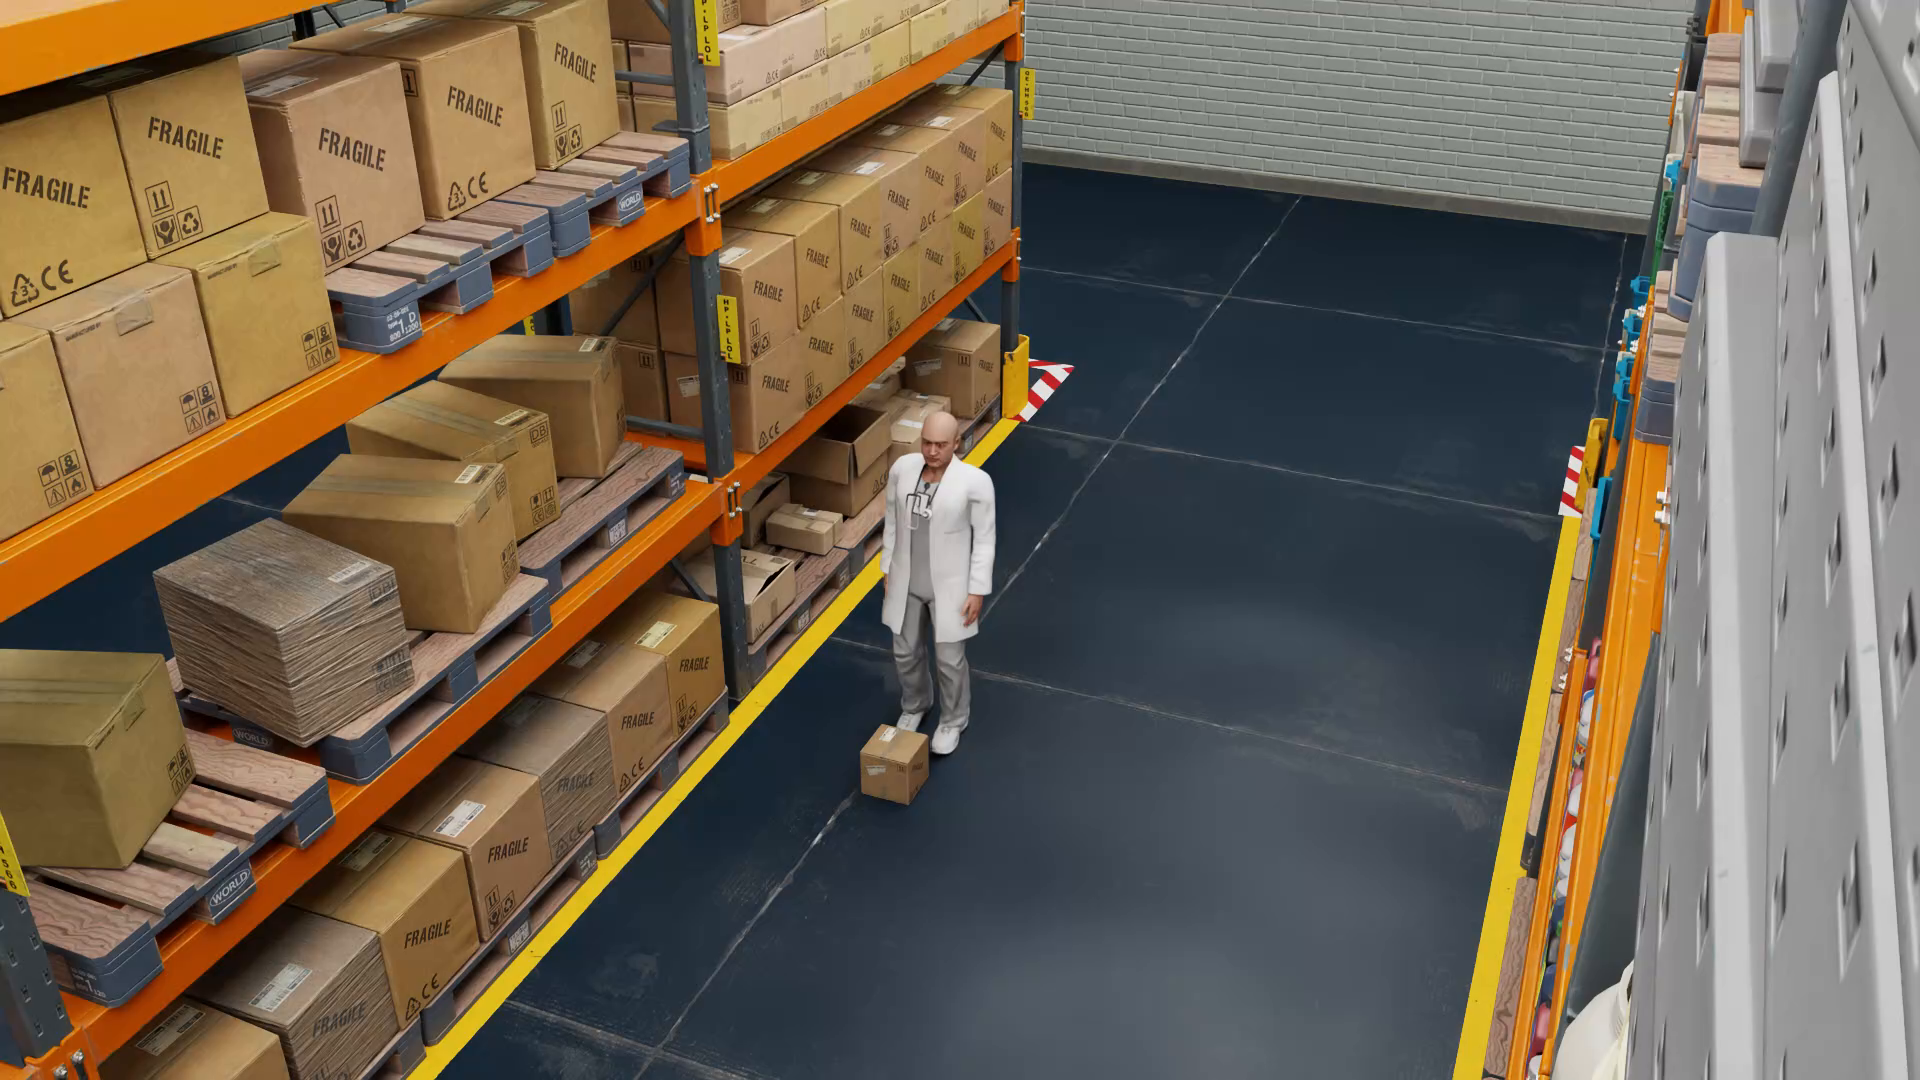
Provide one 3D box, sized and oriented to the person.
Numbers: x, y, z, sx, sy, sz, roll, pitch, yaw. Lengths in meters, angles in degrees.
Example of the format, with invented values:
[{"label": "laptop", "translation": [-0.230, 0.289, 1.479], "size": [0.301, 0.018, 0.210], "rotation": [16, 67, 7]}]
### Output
[{"label": "person", "translation": [-0.121, 0.234, 8.080], "size": [0.601, 1.833, 0.429], "rotation": [12, 31, 20]}]
